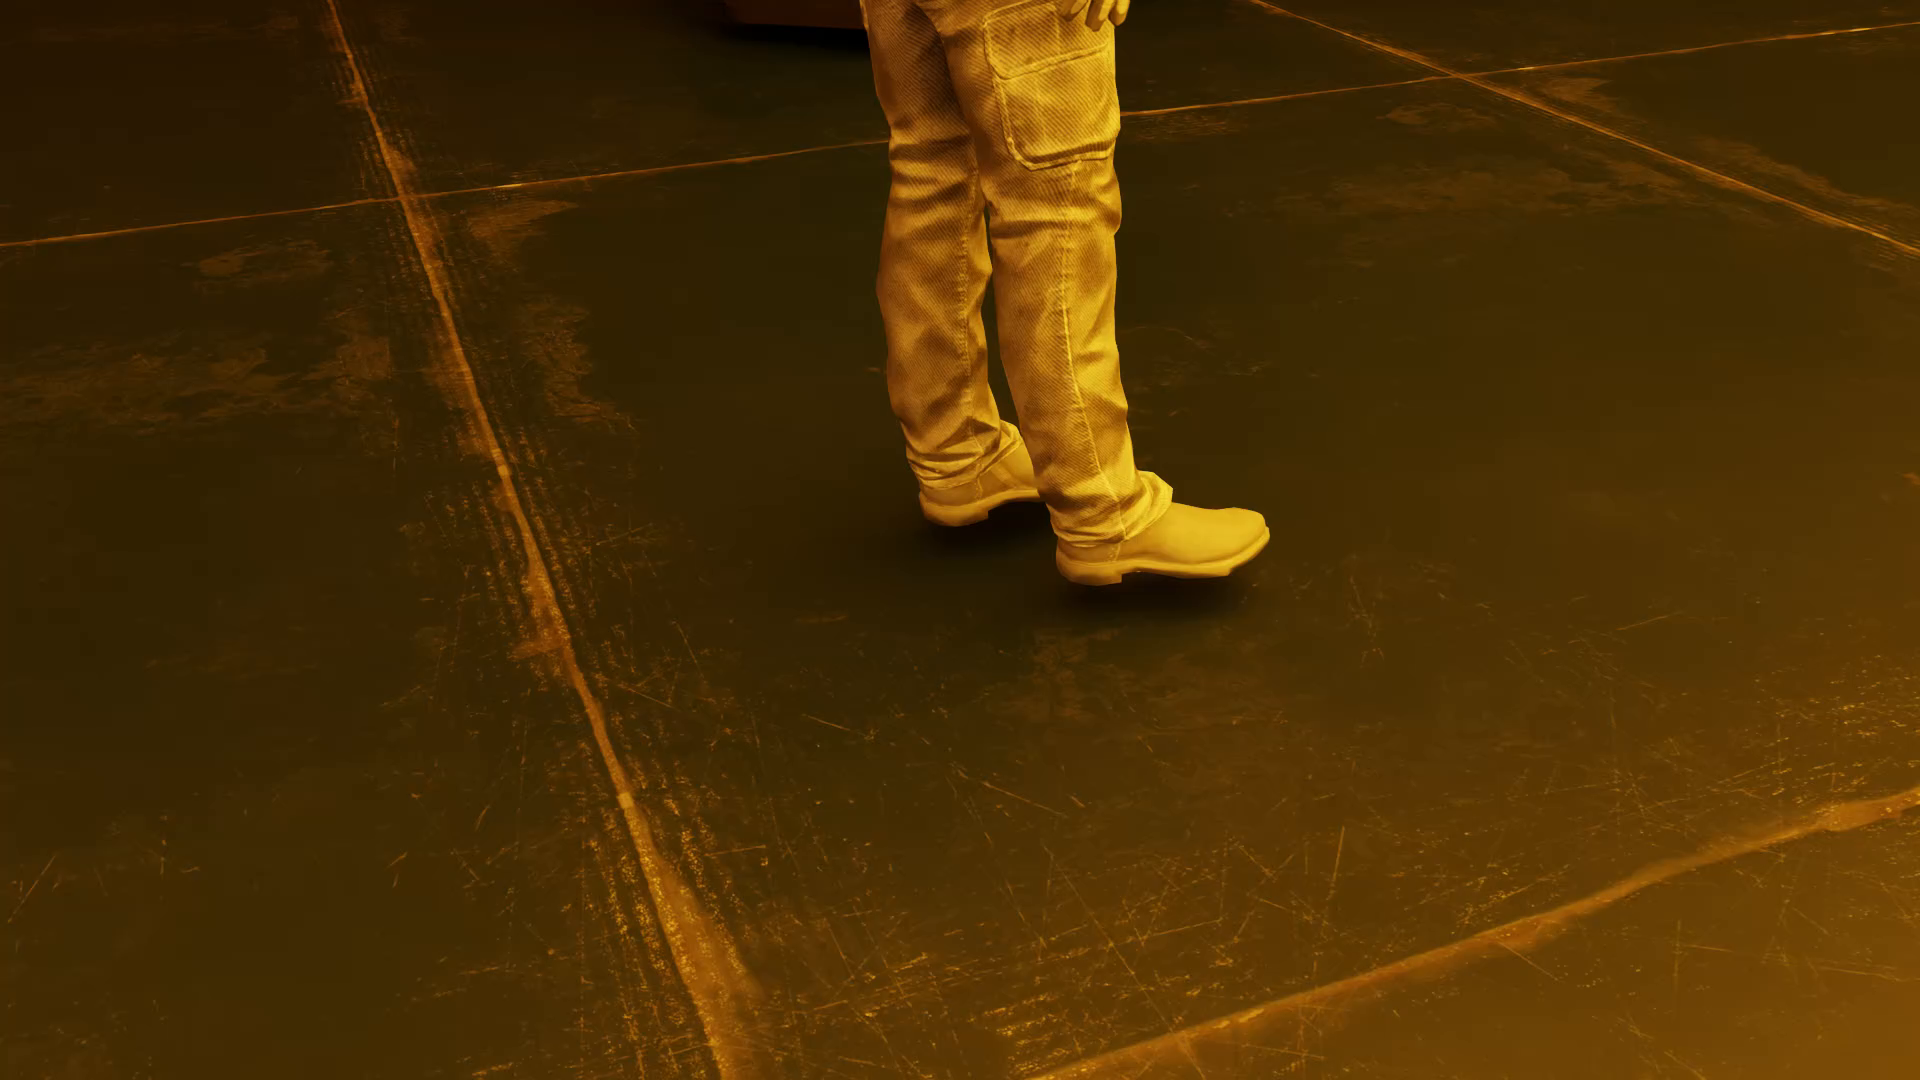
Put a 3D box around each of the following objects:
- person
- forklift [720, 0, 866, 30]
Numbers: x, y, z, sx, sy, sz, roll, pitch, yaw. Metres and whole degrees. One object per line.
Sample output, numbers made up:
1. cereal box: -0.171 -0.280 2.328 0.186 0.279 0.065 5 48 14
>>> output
1. person: 0.070 -0.825 2.051 0.577 1.781 0.656 -11 32 -19
2. forklift: 0.073 -3.502 5.686 1.130 2.935 3.031 6 30 11
